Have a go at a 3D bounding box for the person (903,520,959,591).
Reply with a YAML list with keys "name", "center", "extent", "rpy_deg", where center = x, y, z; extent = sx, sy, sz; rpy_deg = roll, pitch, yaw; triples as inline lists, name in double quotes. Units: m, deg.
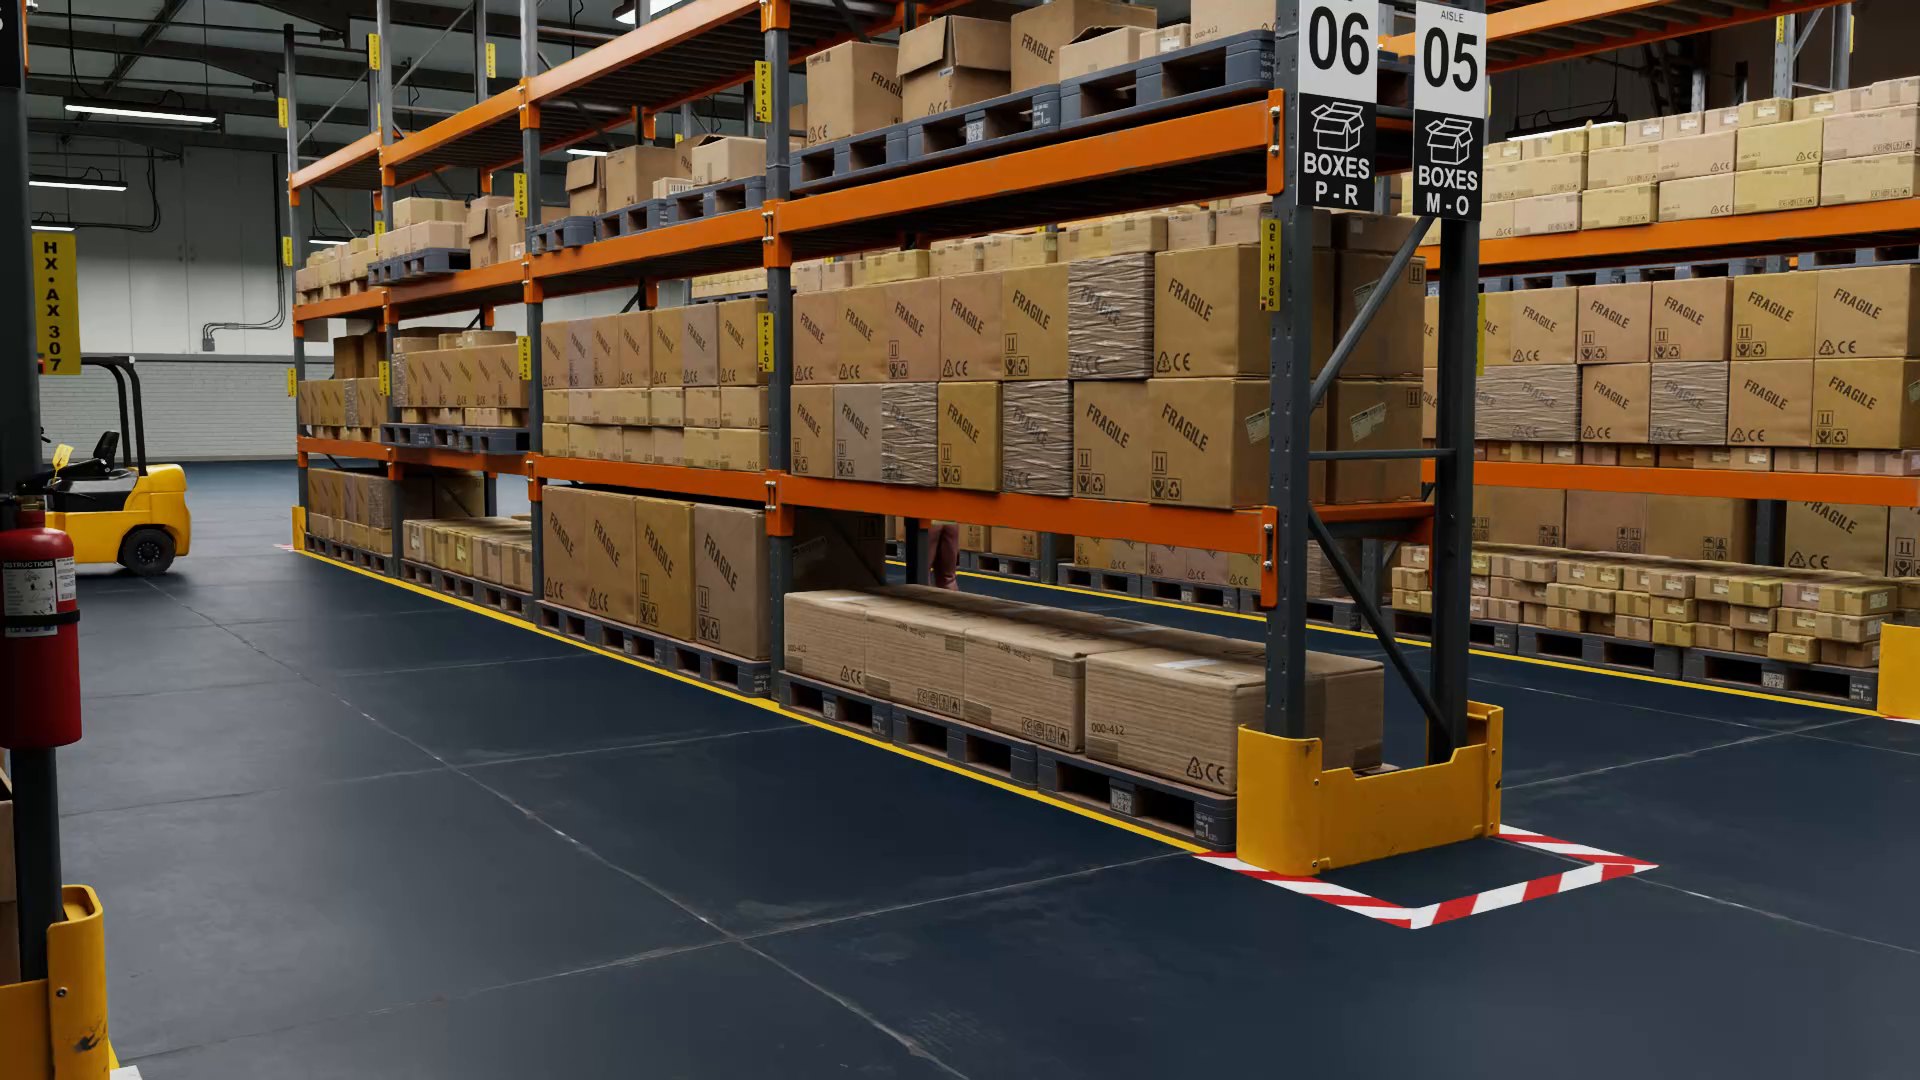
- name: "person"
  center: [-0.185, -0.069, 11.439]
  extent: [0.447, 1.670, 0.365]
  rpy_deg: [-3, 6, -33]
